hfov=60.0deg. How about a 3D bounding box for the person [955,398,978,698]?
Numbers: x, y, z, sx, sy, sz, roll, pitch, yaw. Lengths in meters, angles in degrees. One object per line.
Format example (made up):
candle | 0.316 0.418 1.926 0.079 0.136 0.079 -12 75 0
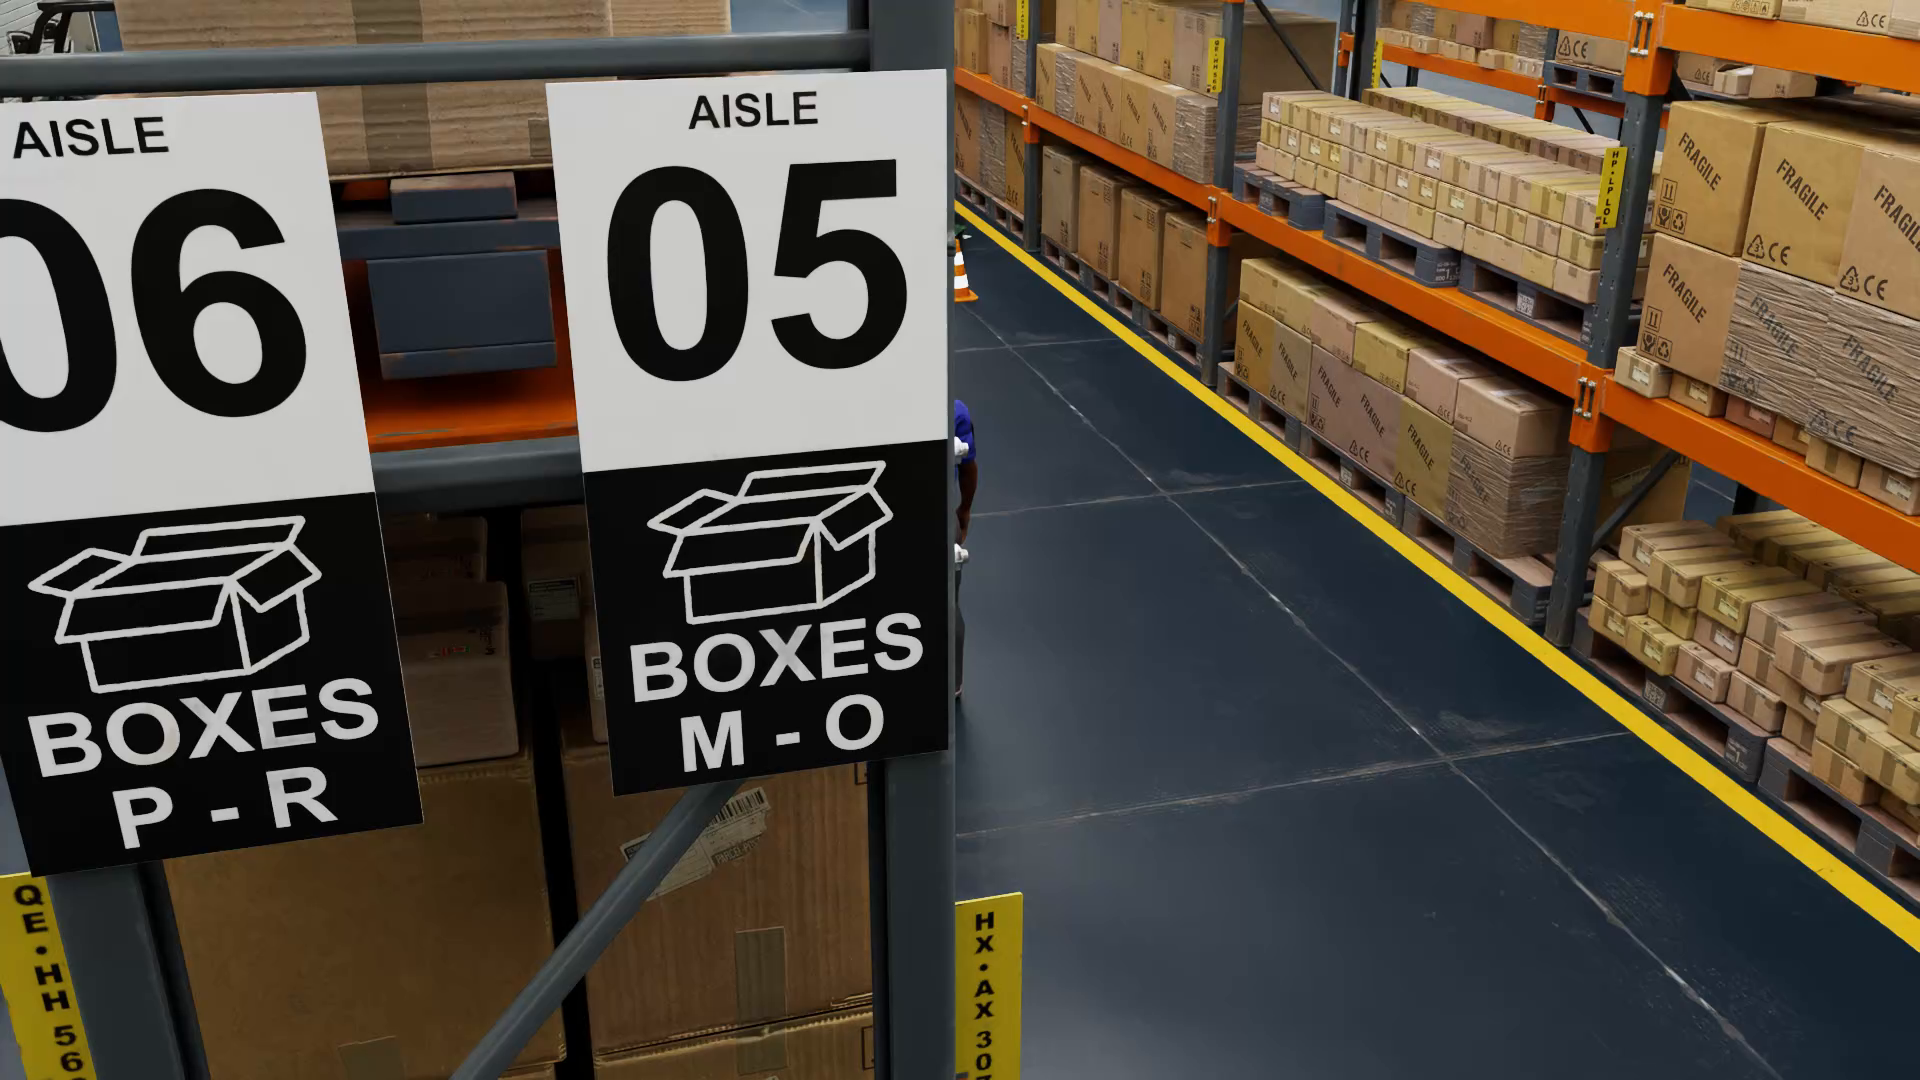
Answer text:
person | -0.203 -0.051 6.701 0.569 1.656 0.503 -12 26 -27
